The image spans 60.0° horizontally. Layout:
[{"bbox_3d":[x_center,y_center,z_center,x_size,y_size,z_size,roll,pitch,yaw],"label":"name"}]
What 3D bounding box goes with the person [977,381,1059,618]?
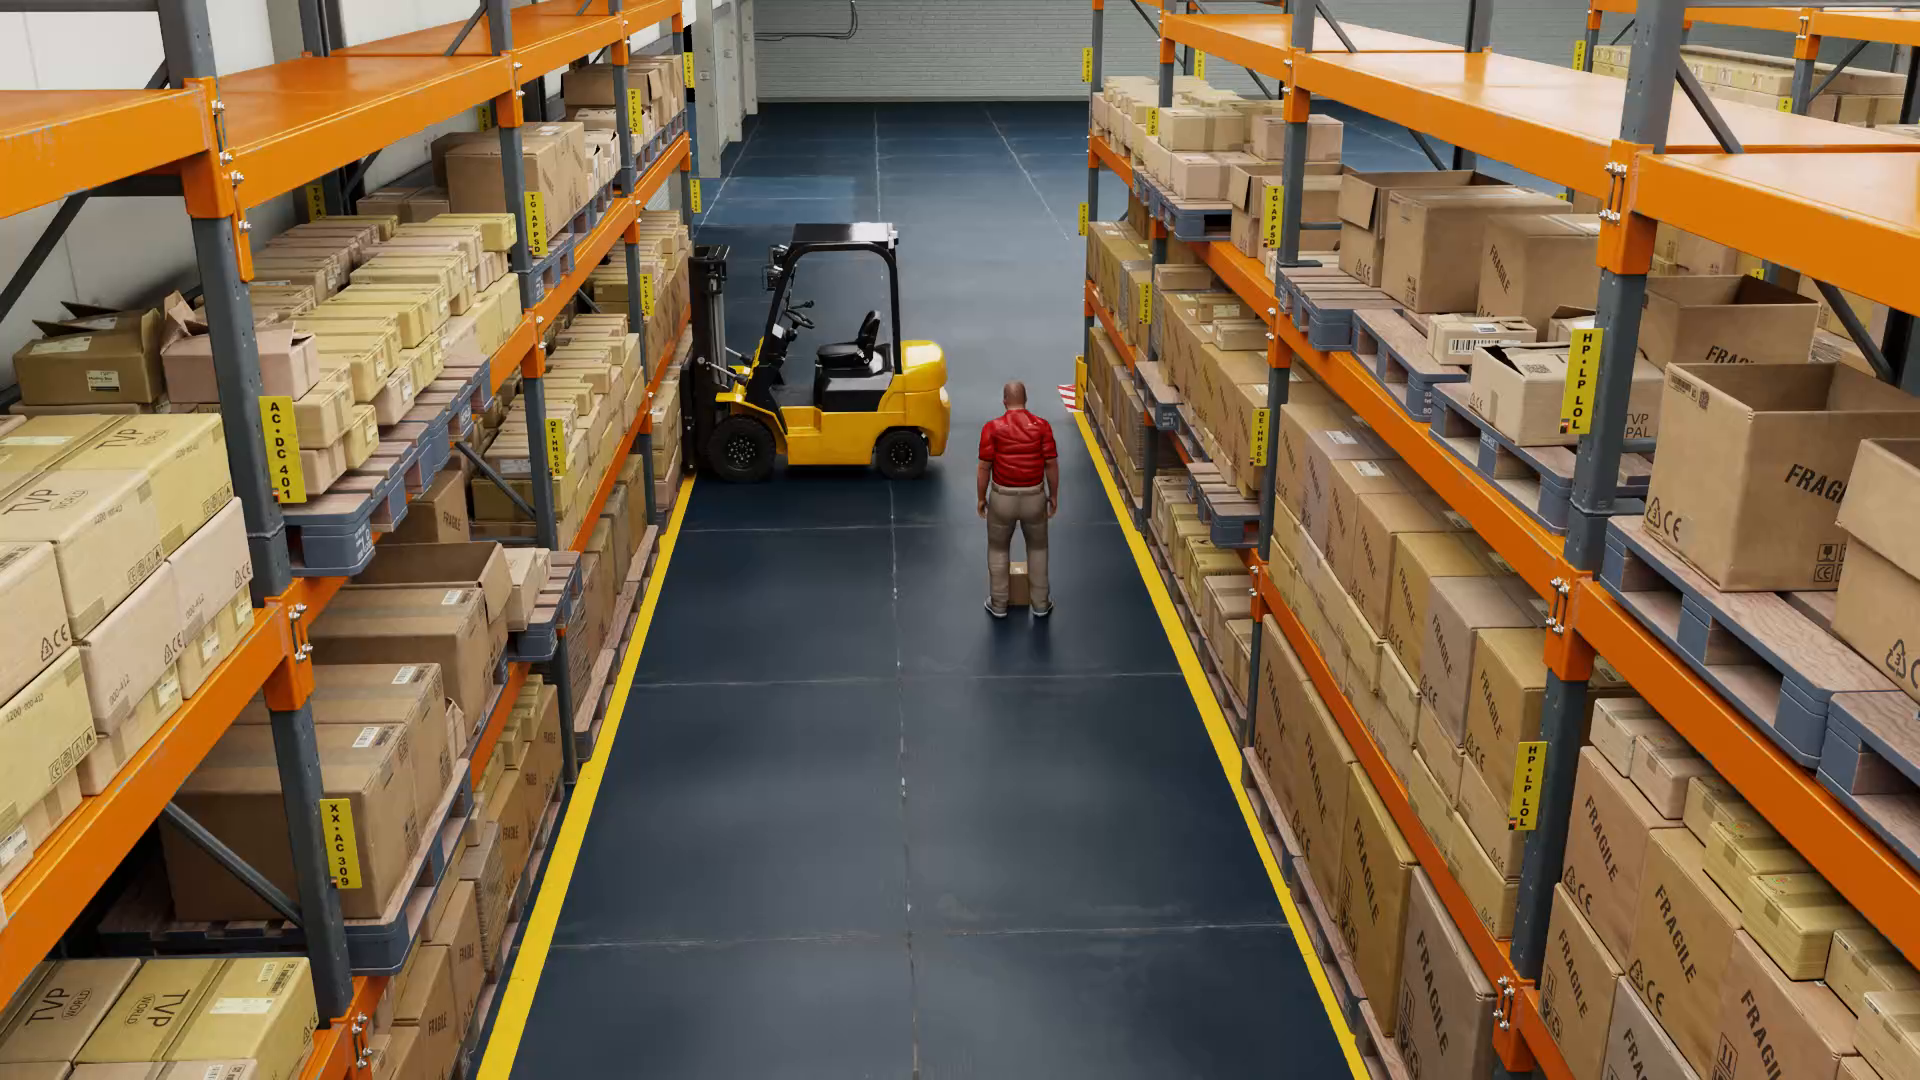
[{"bbox_3d":[0.408,-0.283,11.863,0.584,1.726,0.399,-1,20,-3],"label":"person"}]
